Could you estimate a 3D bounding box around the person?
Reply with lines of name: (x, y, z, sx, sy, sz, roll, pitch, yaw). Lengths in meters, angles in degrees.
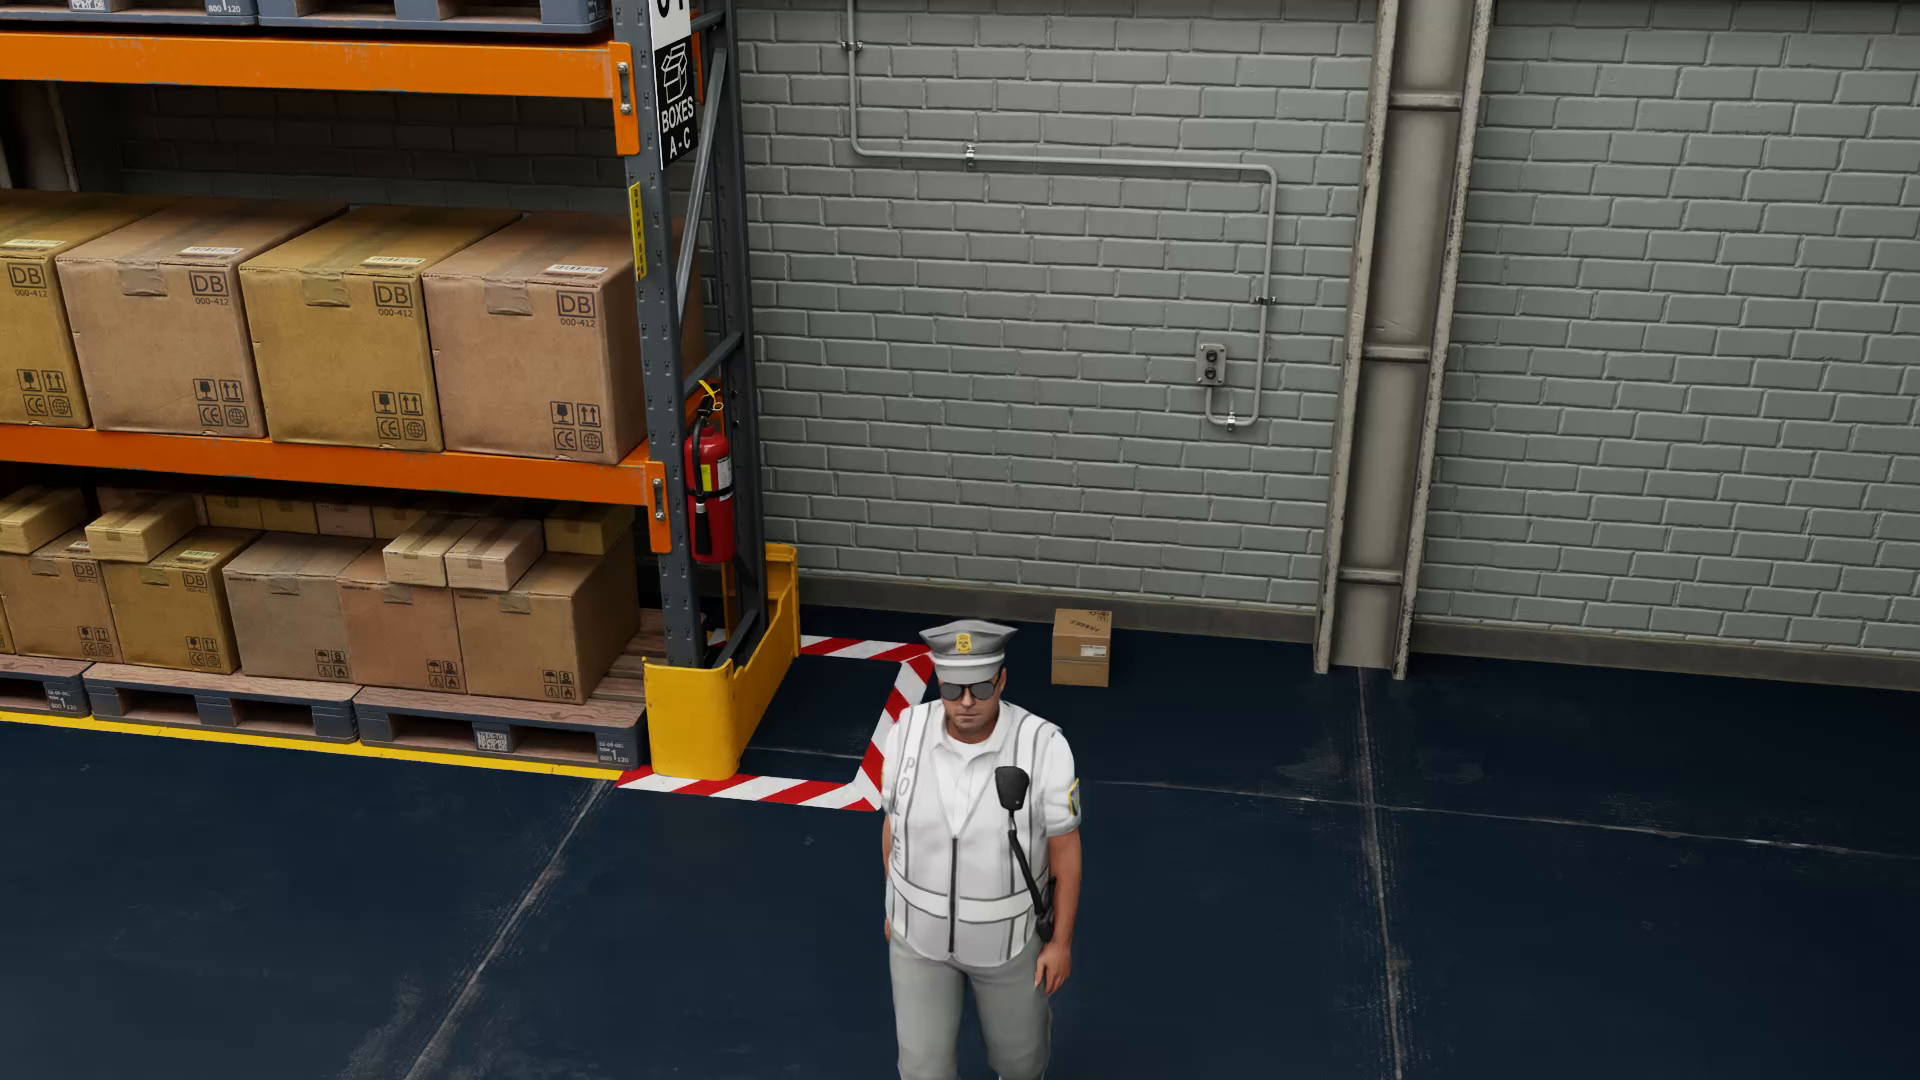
person: (0.047, 0.986, 4.402, 0.544, 1.742, 0.800, 5, 25, 11)
